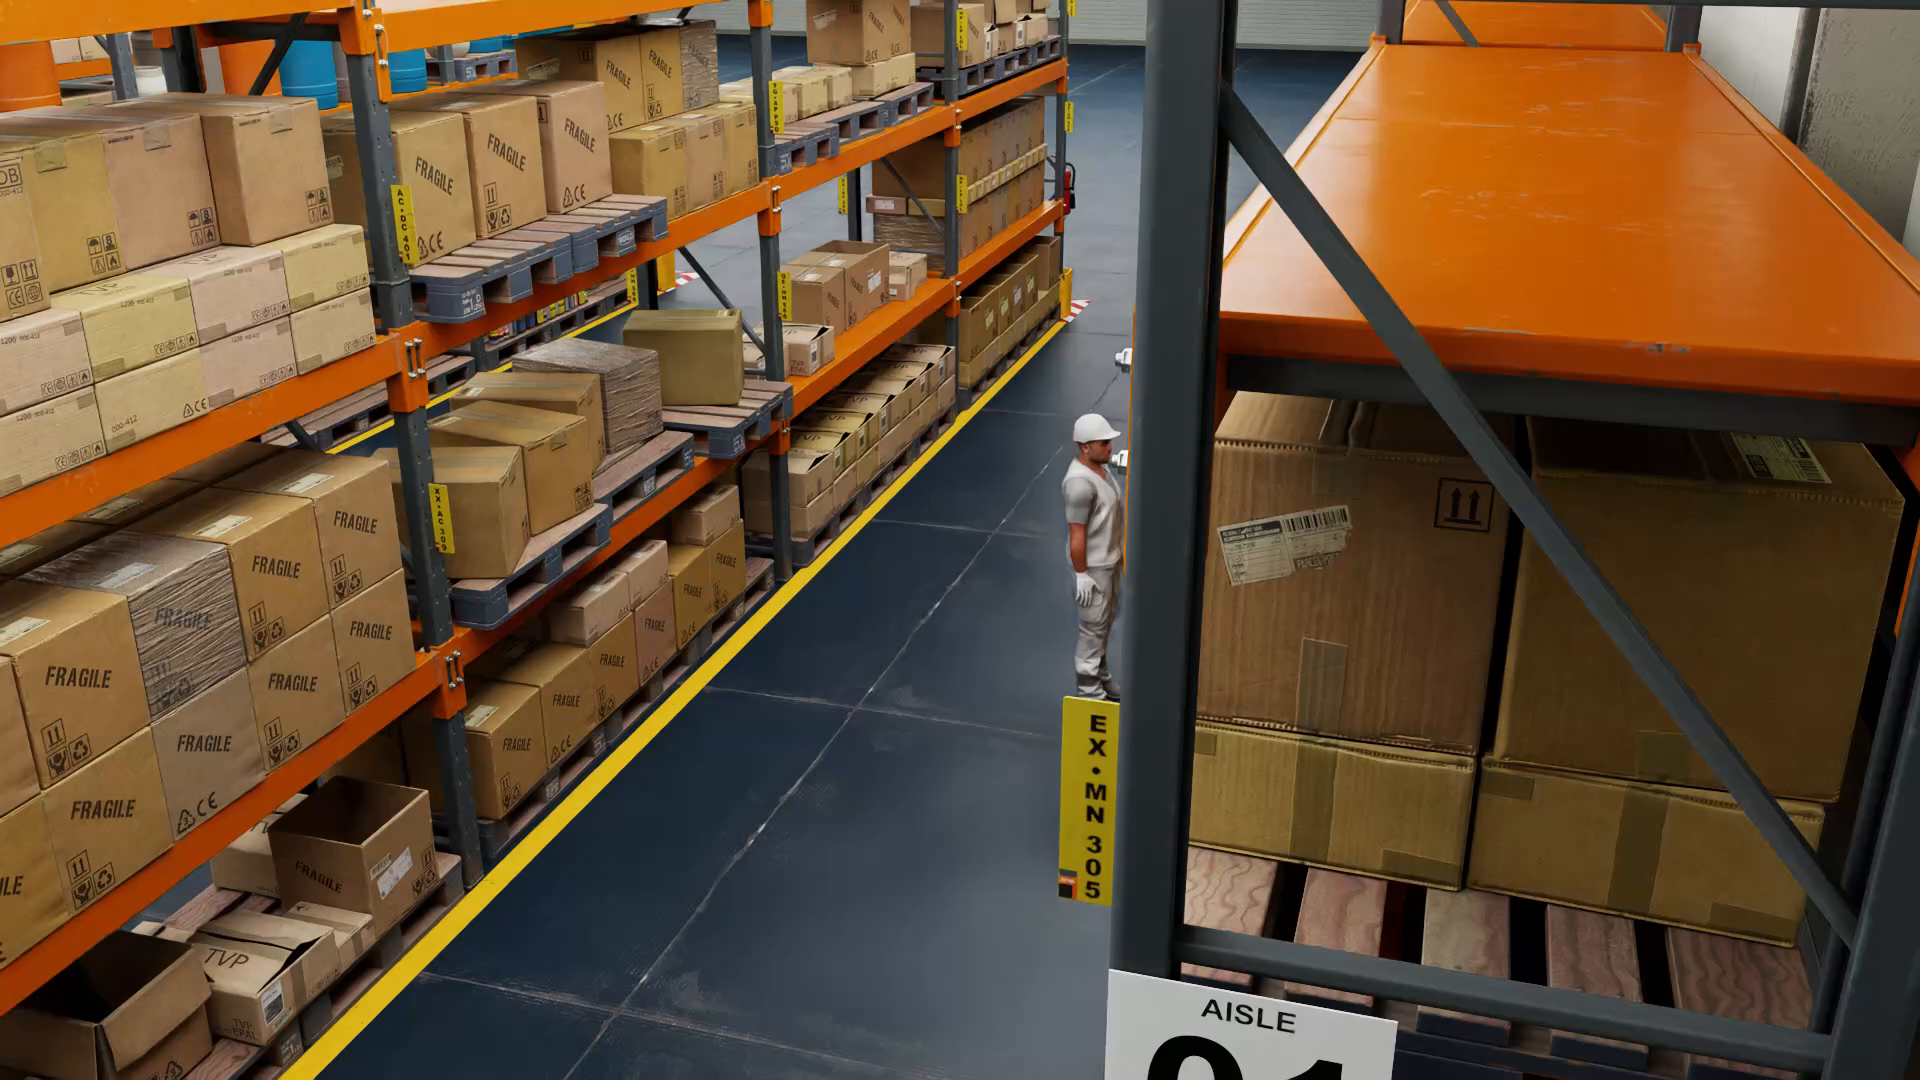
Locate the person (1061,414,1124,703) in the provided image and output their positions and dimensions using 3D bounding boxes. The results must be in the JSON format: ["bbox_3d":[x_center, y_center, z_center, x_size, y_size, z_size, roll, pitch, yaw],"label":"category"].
[{"bbox_3d":[0.819,0.147,9.647,0.441,1.809,0.608,6,23,16],"label":"person"}]
